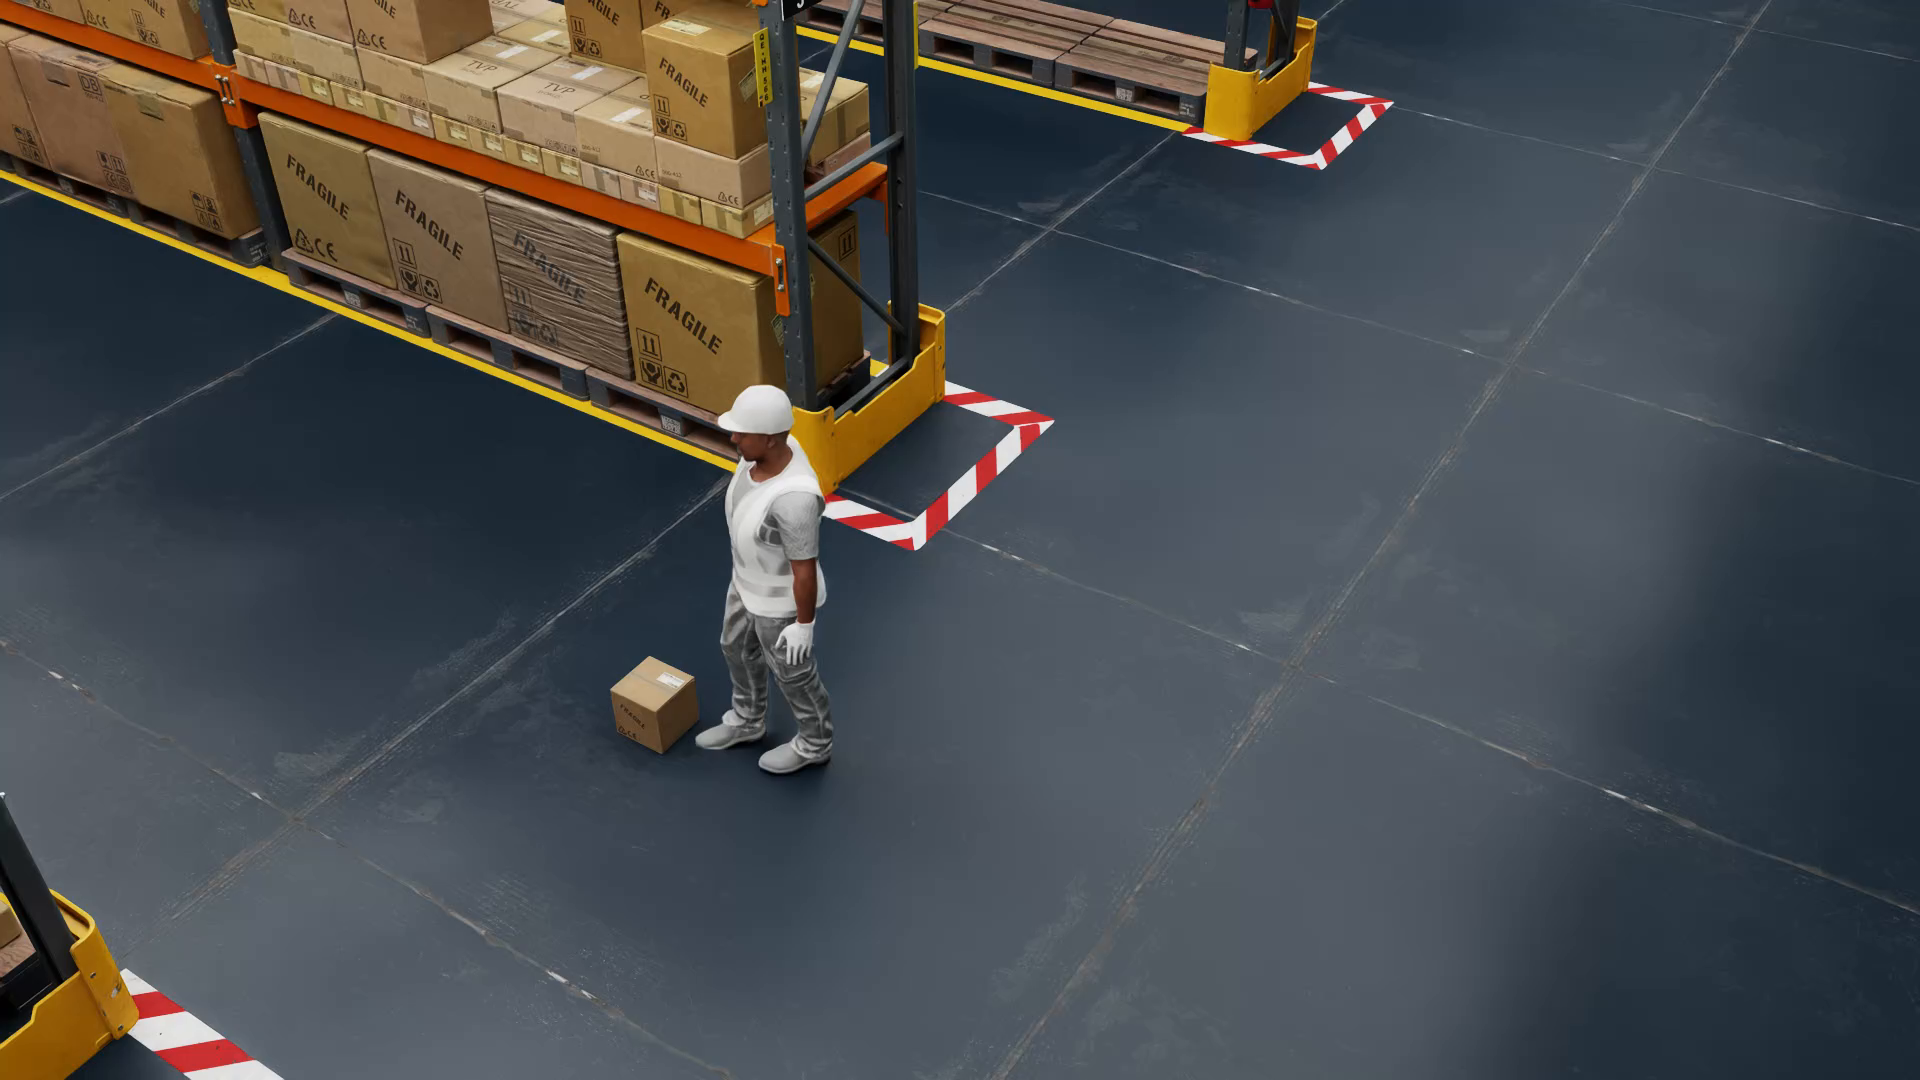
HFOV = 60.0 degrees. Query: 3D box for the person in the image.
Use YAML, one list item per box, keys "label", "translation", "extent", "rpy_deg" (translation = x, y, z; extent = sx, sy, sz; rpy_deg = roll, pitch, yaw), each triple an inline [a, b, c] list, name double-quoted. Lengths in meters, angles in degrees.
- label: "person"
  translation: [-0.785, 0.226, 6.375]
  extent: [0.547, 1.809, 0.593]
  rpy_deg: [-13, 40, -16]
